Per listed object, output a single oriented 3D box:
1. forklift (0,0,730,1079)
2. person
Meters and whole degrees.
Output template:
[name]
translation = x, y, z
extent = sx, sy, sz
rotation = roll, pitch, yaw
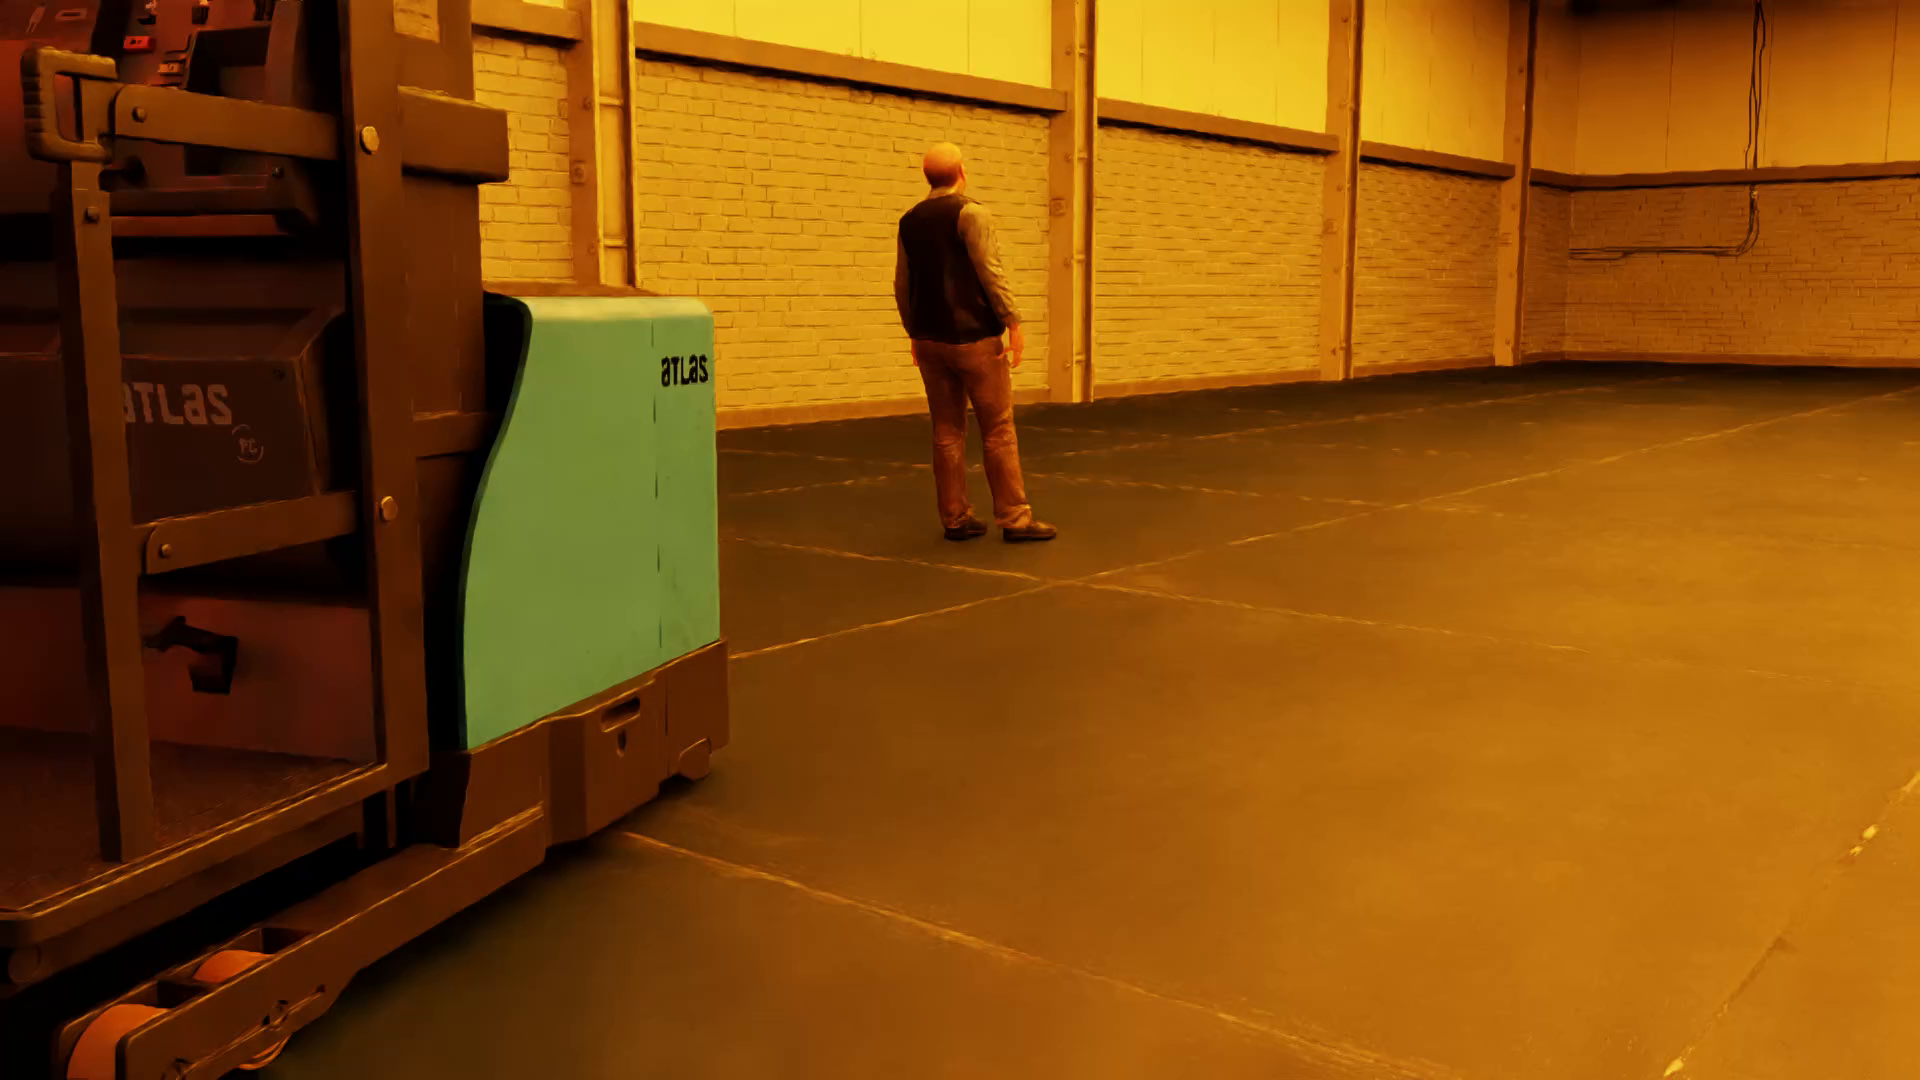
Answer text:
[forklift]
translation = -1.459, -0.745, 2.376
extent = 1.130, 2.935, 3.031
rotation = 3, 9, 18
[person]
translation = 0.046, -0.865, 7.322
extent = 0.632, 1.720, 0.567
rotation = 7, 11, 38
